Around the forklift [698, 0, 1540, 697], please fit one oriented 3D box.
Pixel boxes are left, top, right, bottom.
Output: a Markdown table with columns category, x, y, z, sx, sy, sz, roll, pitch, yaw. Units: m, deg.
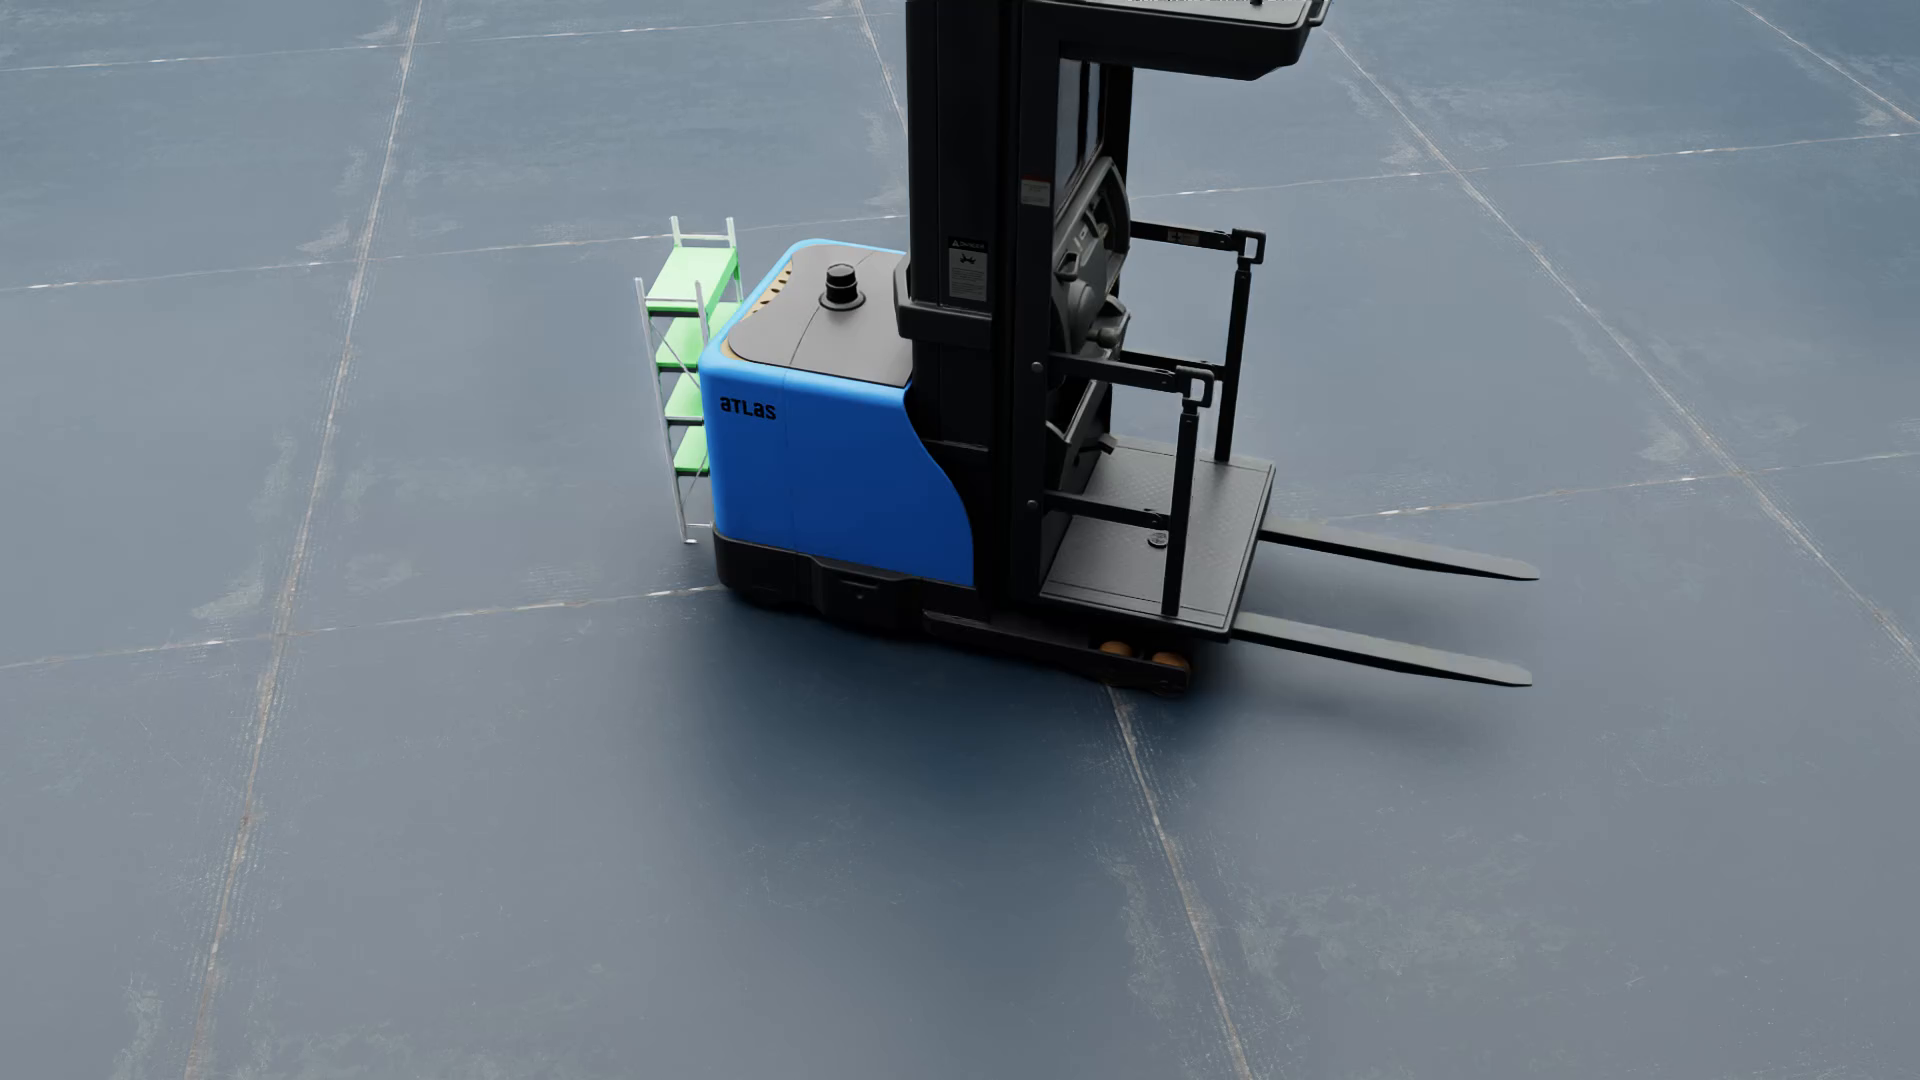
| category | x | y | z | sx | sy | sz | roll | pitch | yaw |
| --- | --- | --- | --- | --- | --- | --- | --- | --- | --- |
| forklift | 0.634 | -0.956 | 5.591 | 3.031 | 2.935 | 1.130 | 11 | 39 | 14 |

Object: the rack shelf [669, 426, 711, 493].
| category | x | y | z | sx | sy | sz | roll | pitch | yaw |
| --- | --- | --- | --- | --- | --- | --- | --- | --- | --- |
| rack shelf | -0.986 | -0.371 | 6.735 | 0.258 | 0.148 | 0.480 | 3 | 38 | 7 |

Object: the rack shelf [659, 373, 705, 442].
| category | x | y | z | sx | sy | sz | roll | pitch | yaw |
| --- | --- | --- | --- | --- | --- | --- | --- | --- | --- |
| rack shelf | -0.996 | -0.561 | 6.589 | 0.258 | 0.148 | 0.480 | 3 | 38 | 7 |

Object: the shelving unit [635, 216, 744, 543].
| category | x | y | z | sx | sy | sz | roll | pitch | yaw |
| --- | --- | --- | --- | --- | --- | --- | --- | --- | --- |
| shelving unit | -0.998 | -0.611 | 6.550 | 0.258 | 1.200 | 0.503 | 3 | 38 | 7 |

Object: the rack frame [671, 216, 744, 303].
| category | x | y | z | sx | sy | sz | roll | pitch | yaw |
| --- | --- | --- | --- | --- | --- | --- | --- | --- | --- |
| rack frame | -0.967 | -0.760 | 6.742 | 0.240 | 1.200 | 0.015 | 3 | 38 | 7 |

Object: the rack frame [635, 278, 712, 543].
| category | x | y | z | sx | sy | sz | roll | pitch | yaw |
| --- | --- | --- | --- | --- | --- | --- | --- | --- | --- |
| rack frame | -1.030 | -0.463 | 6.359 | 0.240 | 1.200 | 0.015 | 3 | 38 | 7 |

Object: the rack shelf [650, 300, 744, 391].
| category | x | y | z | sx | sy | sz | roll | pitch | yaw |
| --- | --- | --- | --- | --- | --- | --- | --- | --- | --- |
| rack shelf | -1.005 | -0.751 | 6.443 | 0.258 | 0.148 | 0.480 | 3 | 38 | 7 |

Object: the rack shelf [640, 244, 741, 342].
| category | x | y | z | sx | sy | sz | roll | pitch | yaw |
| --- | --- | --- | --- | --- | --- | --- | --- | --- | --- |
| rack shelf | -1.015 | -0.941 | 6.297 | 0.258 | 0.148 | 0.480 | 3 | 38 | 7 |
